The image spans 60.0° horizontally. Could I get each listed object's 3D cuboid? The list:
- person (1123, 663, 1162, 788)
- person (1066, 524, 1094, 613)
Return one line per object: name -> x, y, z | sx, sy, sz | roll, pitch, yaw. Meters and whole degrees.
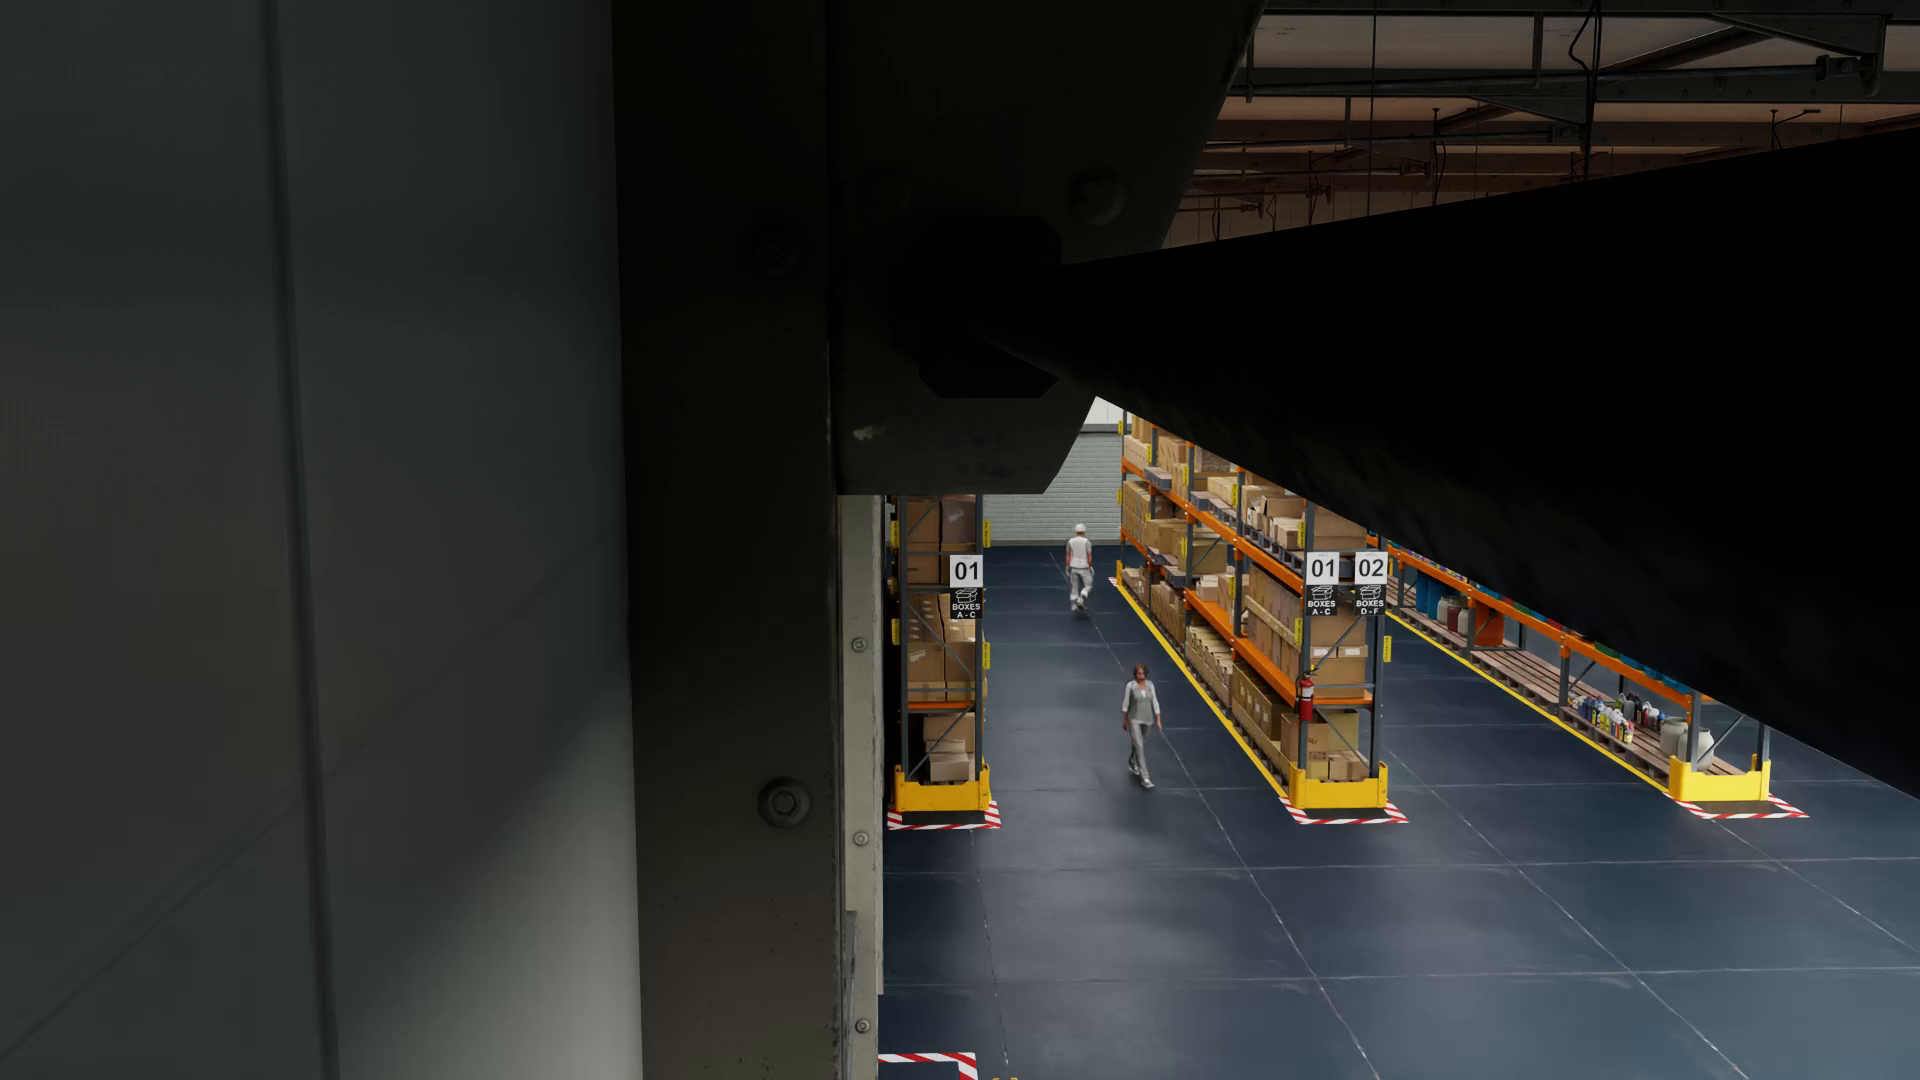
person -> 2.373, 2.370, 21.612 | 0.437, 1.548, 0.914 | -3, 9, -17
person -> 2.373, 0.577, 33.074 | 0.593, 1.786, 0.554 | 5, 10, 30
